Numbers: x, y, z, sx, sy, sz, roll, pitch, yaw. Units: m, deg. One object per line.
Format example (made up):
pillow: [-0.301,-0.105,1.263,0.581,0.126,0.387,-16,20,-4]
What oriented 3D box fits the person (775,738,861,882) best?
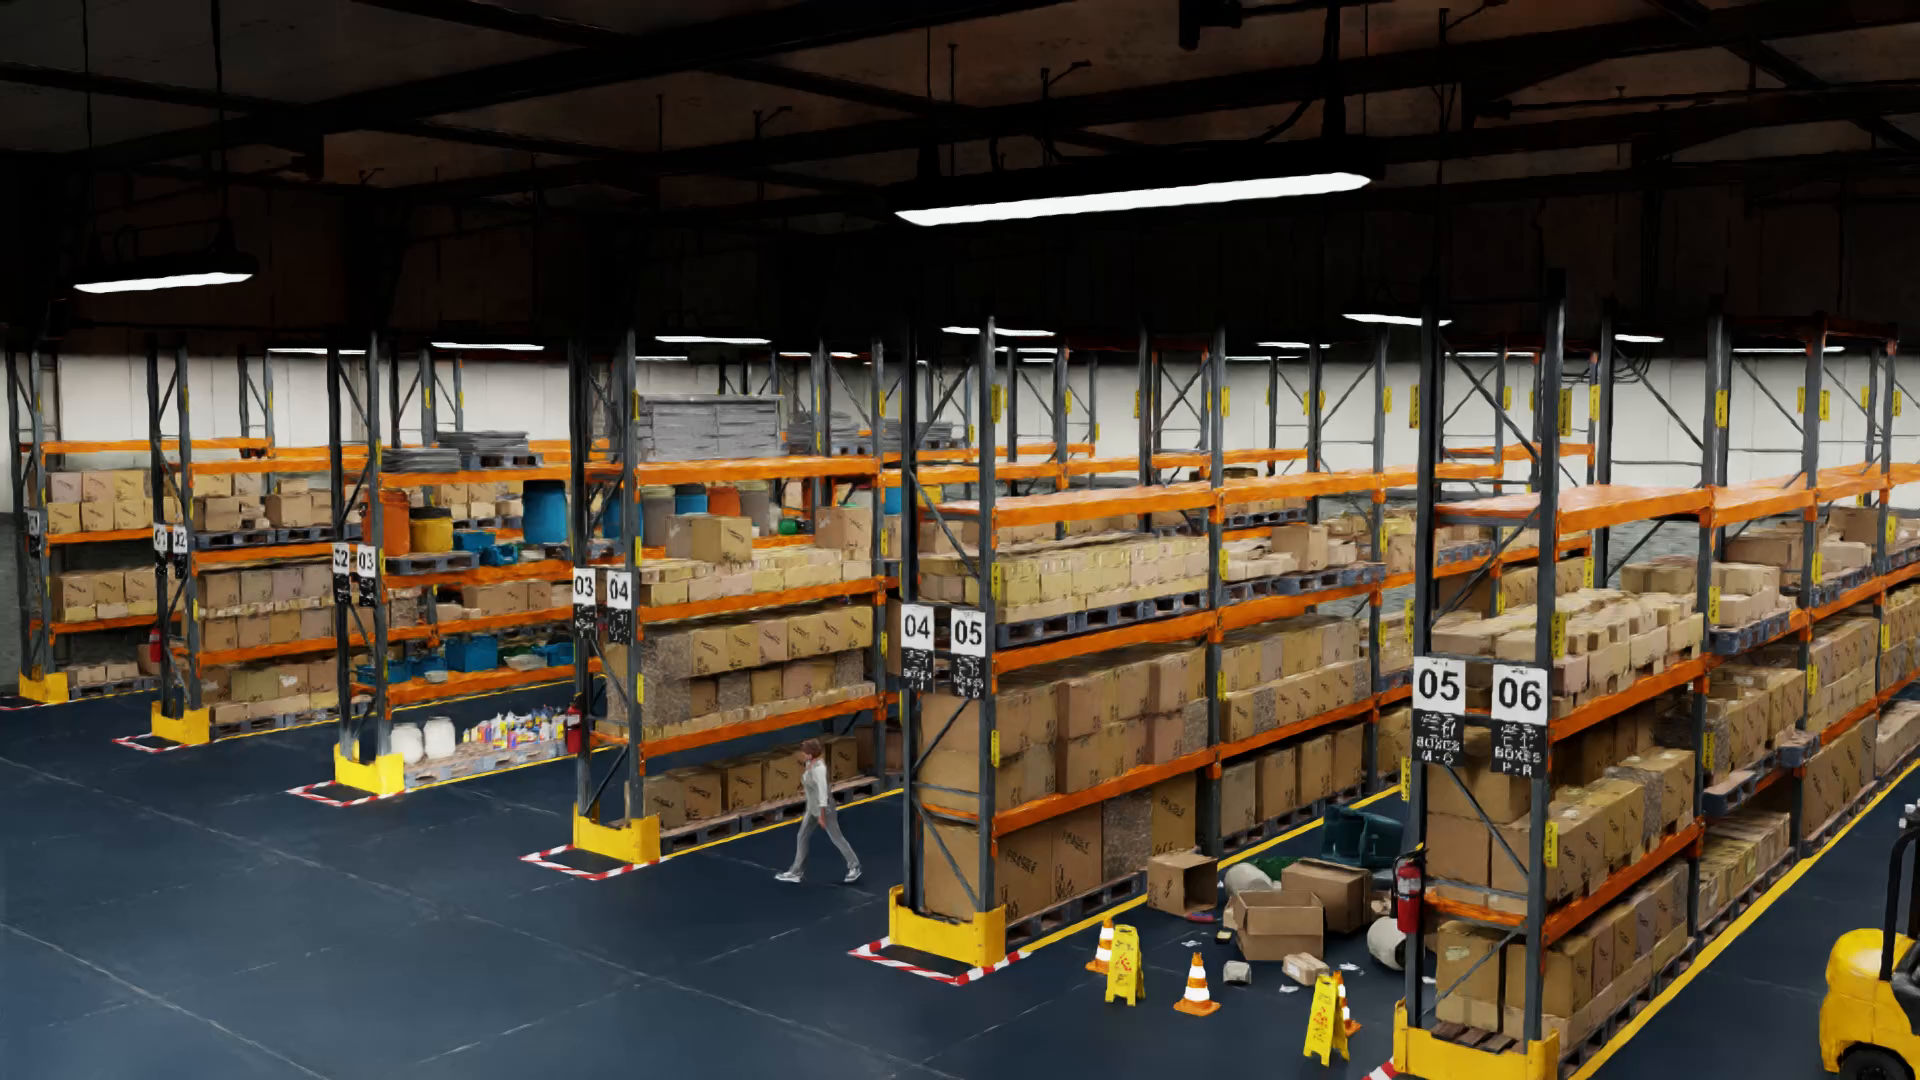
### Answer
person: [-1.473,2.828,17.422,0.884,1.543,0.458,-3,6,-26]

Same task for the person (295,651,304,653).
person: [-11.489,1.695,28.842,0.470,1.754,0.588,1,5,10]
